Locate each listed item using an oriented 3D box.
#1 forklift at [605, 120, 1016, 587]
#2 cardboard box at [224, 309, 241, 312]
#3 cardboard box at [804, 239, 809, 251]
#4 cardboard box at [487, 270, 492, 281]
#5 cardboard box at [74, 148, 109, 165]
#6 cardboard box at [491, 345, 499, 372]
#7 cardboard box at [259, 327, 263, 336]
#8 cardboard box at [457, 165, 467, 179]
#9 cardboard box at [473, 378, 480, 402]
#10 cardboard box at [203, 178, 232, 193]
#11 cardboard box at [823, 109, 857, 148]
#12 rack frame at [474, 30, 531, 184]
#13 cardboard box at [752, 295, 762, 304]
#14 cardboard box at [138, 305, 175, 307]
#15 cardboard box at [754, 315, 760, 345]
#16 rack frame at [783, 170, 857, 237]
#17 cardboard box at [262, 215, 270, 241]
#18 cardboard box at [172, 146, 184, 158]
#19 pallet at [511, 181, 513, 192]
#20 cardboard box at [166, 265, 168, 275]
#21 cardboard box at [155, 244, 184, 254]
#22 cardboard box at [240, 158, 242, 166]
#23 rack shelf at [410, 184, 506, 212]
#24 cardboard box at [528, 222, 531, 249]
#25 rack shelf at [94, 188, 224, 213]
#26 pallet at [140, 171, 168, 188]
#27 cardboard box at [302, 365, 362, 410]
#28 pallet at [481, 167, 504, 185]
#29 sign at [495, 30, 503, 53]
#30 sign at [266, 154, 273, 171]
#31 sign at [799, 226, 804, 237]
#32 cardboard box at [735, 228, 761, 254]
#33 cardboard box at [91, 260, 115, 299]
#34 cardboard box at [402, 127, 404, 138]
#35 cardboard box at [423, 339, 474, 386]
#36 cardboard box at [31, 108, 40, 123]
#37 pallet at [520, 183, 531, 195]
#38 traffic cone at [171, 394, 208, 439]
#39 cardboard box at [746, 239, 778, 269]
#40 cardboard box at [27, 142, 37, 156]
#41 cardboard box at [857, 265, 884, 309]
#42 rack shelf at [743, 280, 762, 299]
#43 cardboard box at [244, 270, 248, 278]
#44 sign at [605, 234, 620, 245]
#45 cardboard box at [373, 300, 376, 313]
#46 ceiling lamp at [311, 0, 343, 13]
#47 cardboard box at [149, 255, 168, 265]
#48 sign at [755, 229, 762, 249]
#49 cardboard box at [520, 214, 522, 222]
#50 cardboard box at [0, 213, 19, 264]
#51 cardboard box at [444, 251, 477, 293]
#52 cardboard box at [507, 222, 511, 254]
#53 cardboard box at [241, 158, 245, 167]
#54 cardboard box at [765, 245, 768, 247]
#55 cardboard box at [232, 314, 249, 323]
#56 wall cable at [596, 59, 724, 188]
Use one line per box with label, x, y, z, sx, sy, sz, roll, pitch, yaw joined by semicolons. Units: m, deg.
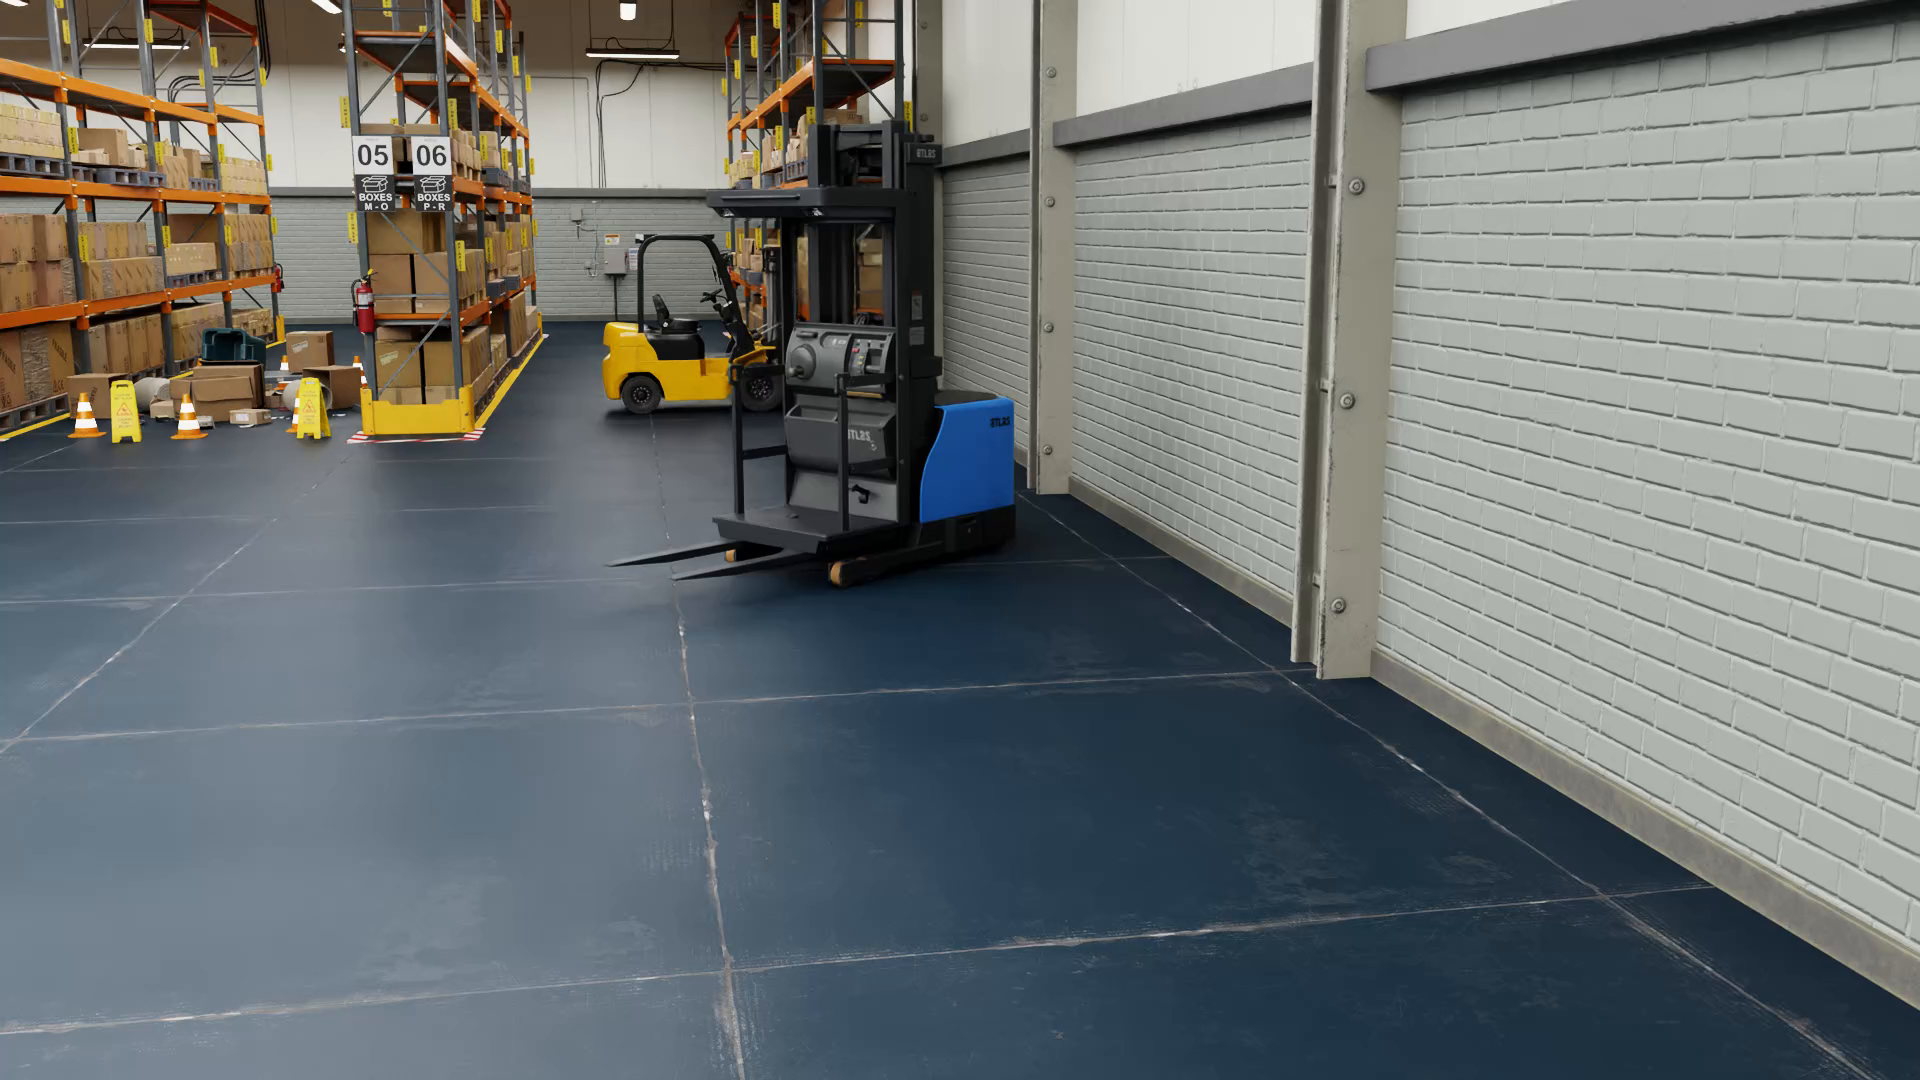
forklift;-0.942;-1.245;10.897;1.130;2.935;3.031;9;14;40
cardboard box;-14.012;-4.344;31.909;0.380;0.149;0.250;-2;11;-10
cardboard box;-1.703;-3.601;20.297;0.380;0.149;0.250;-2;11;-10
cardboard box;-6.580;-3.594;22.607;0.380;0.149;0.250;-2;11;-10
cardboard box;-11.774;-5.214;22.513;0.396;0.266;0.258;-2;11;-11
cardboard box;-7.030;-2.542;23.433;0.950;0.372;0.625;-1;11;-7
cardboard box;-13.357;-3.933;31.341;0.380;0.149;0.250;-3;11;-14
cardboard box;-6.005;-4.324;19.544;0.380;0.149;0.250;-2;11;-10
cardboard box;-5.982;-1.772;19.716;0.500;0.250;0.500;-2;11;-9
cardboard box;-13.005;-6.162;28.925;0.500;0.250;0.500;-2;11;-8
cardboard box;-1.461;-4.696;19.168;0.500;0.500;0.500;-2;11;-9
rack frame;-9.116;-8.546;33.032;1.000;3.000;0.127;-2;11;-11
cardboard box;-3.563;-4.369;30.158;0.380;0.149;0.250;-3;11;-14
cardboard box;-13.088;-3.677;27.052;0.500;0.250;0.500;-2;11;-9
cardboard box;-3.296;-3.644;28.882;0.500;0.500;0.500;-3;11;-13
rack frame;-1.914;-3.580;22.981;1.000;3.000;0.127;-2;11;-11
cardboard box;-13.619;-6.012;32.025;0.500;0.500;0.500;-2;11;-12
cardboard box;-13.002;-6.110;26.852;0.797;0.503;0.637;-2;11;-12
pallet;-8.111;-6.079;28.602;0.805;0.209;1.217;-3;11;-13
cardboard box;-12.285;-4.106;25.295;0.380;0.149;0.250;-2;11;-12
cardboard box;-12.499;-4.593;26.263;0.380;0.149;0.250;-2;11;-8
cardboard box;-13.265;-6.861;30.197;0.380;0.149;0.250;-2;11;-13
rack shelf;-7.171;-4.885;23.743;1.077;0.370;4.000;-2;11;-11
cardboard box;-8.565;-5.874;32.096;0.500;0.500;0.500;-2;11;-11
rack shelf;-12.785;-5.420;26.555;1.077;0.370;4.000;-2;11;-11
pallet;-12.219;-5.198;23.968;1.213;0.211;1.003;-2;11;-8
cardboard box;-7.908;-1.926;20.970;0.500;0.500;0.500;6;12;28
pallet;-6.798;-4.897;22.382;1.213;0.211;1.003;-2;11;-11
sign;-7.030;-7.598;25.341;0.100;0.325;0.005;-2;11;-11
sign;-13.403;-7.326;32.273;0.100;0.325;0.005;-2;11;-11
sign;-2.926;-5.637;30.691;0.100;0.325;0.005;-2;11;-11
cardboard box;-4.132;-5.853;32.527;0.500;0.500;0.500;-2;11;-10
cardboard box;-11.555;-3.448;22.021;0.500;0.500;0.500;-2;11;-11
cardboard box;-6.440;-4.553;18.611;0.380;0.149;0.250;-2;11;-12
cardboard box;-5.895;-2.051;19.176;0.500;0.500;0.500;-3;11;-13
cardboard box;-11.088;-5.003;19.588;0.380;0.149;0.250;-2;11;-10
pallet;-8.961;-6.894;32.608;1.003;0.211;1.213;-2;11;-11
traffic cone;-8.376;-1.348;18.040;0.336;0.463;0.334;-2;11;-11
cardboard box;-3.342;-4.967;28.877;0.700;0.500;0.500;-2;11;-11
cardboard box;-11.036;-4.564;19.412;0.380;0.149;0.250;-2;11;-10
cardboard box;-0.960;-2.996;19.648;0.500;0.500;0.500;-2;11;-9
rack shelf;-3.081;-4.327;28.830;1.077;0.370;4.000;-2;11;-11
cardboard box;-13.212;-4.847;30.314;0.380;0.149;0.250;-2;11;-8
sign;-8.241;-7.124;39.394;0.339;0.242;0.001;-2;11;-11
cardboard box;-6.445;-2.645;18.741;0.380;0.149;0.250;-2;11;-12
ceiling lamp;-10.318;-10.448;27.410;0.800;3.185;2.000;-2;11;-11
cardboard box;-12.293;-4.258;25.301;0.380;0.149;0.250;-2;11;-8
sign;-3.222;-4.822;26.622;0.100;0.325;0.005;-2;11;-11
cardboard box;-8.290;-5.932;30.662;0.380;0.149;0.250;-2;11;-11
cardboard box;-11.047;-3.345;18.460;0.875;0.550;0.550;-2;11;-11
cardboard box;-6.135;-3.238;20.125;0.500;0.500;0.500;-2;11;-12
cardboard box;-7.522;-4.862;26.779;0.500;0.500;0.500;-2;11;-11
cardboard box;-13.321;-6.909;30.448;0.380;0.149;0.250;-2;11;-13
cardboard box;-2.866;-4.563;26.145;0.380;0.149;0.250;-2;11;-10
cardboard box;-13.173;-4.030;30.257;0.380;0.149;0.250;-2;11;-10
wall cable;-7.020;-9.719;39.093;2.988;3.039;0.133;-2;11;-11
